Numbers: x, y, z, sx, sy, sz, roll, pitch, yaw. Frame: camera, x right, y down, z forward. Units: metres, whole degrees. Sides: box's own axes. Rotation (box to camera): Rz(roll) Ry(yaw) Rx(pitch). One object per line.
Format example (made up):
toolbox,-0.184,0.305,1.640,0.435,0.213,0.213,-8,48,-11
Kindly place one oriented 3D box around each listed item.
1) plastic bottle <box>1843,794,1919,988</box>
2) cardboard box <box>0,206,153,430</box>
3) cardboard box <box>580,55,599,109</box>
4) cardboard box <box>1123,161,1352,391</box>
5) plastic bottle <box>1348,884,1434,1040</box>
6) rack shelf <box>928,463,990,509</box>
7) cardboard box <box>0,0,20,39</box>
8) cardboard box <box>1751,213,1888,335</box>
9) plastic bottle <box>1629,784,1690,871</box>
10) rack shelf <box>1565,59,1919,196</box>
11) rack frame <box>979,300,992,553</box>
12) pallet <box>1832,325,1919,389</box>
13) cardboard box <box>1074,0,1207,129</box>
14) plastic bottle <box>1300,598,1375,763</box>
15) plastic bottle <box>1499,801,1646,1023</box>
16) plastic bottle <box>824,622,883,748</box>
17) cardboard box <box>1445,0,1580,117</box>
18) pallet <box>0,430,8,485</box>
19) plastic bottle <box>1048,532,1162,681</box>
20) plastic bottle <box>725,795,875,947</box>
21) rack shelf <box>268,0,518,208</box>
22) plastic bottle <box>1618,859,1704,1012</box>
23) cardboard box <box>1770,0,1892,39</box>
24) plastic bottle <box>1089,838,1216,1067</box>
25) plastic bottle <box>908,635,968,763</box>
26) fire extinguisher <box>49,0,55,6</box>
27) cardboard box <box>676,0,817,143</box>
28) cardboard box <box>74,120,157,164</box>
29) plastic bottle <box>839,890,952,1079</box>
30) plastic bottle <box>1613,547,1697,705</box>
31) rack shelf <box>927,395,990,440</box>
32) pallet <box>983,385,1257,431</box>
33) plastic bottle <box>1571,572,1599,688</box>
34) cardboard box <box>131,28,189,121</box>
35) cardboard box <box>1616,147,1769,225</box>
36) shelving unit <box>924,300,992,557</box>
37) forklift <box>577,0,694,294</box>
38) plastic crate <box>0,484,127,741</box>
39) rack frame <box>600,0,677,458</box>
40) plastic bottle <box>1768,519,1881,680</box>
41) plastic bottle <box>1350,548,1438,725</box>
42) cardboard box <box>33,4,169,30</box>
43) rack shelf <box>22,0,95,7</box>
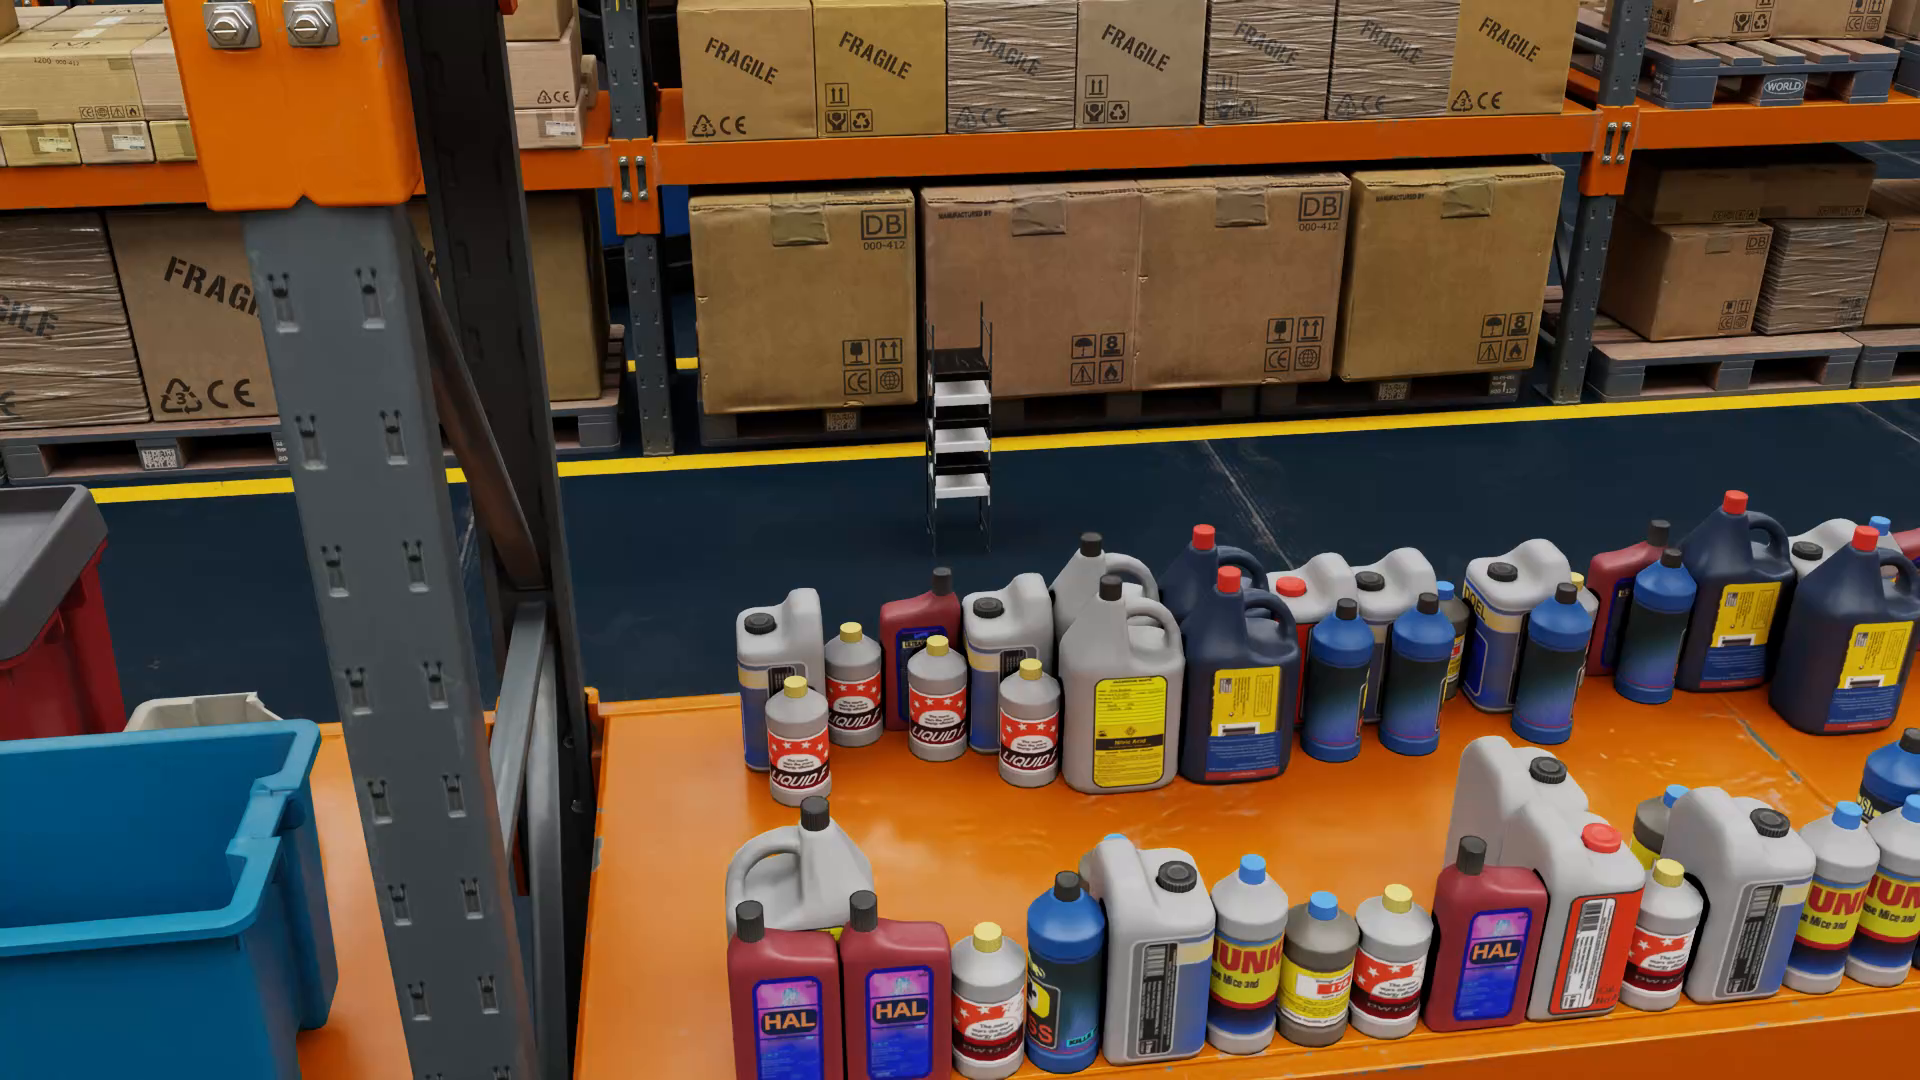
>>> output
plastic bottle,1.240,0.459,2.212,0.097,0.271,0.097,0,27,0
cardboard box,-3.760,-1.028,6.834,0.875,0.875,0.875,-4,27,-7
cardboard box,-1.662,-1.926,6.992,0.250,0.149,0.380,-4,27,-7
cardboard box,1.068,-1.314,7.392,0.875,0.875,1.225,-4,27,-7
plastic bottle,0.553,0.534,2.141,0.097,0.201,0.097,0,27,0
rack shelf,-0.008,-0.210,6.141,0.200,0.077,0.258,-4,27,-7
cardboard box,-3.763,-2.027,5.931,0.500,0.500,0.500,-4,27,-9
cardboard box,3.846,-1.336,7.825,0.500,0.500,0.700,-6,28,-11
plastic bottle,0.990,0.436,2.333,0.097,0.201,0.097,0,27,0
rack shelf,4.619,-1.967,7.586,4.000,0.370,1.077,-4,27,-7
rack frame,0.093,-0.406,6.056,0.006,0.900,0.240,-4,27,-7
pallet,4.618,-1.045,8.055,1.213,0.211,1.003,-4,27,-7
cardboard box,0.672,-1.966,6.686,0.500,0.500,0.500,-3,27,-6
plastic bottle,0.610,0.219,2.678,0.097,0.271,0.097,0,27,0
plastic bottle,0.796,0.472,2.179,0.135,0.276,0.152,-4,27,-7
plastic bottle,-0.176,0.231,2.732,0.097,0.201,0.097,0,27,0
cardboard box,2.184,-2.061,6.872,0.500,0.500,0.500,-3,27,-6
pallet,-4.503,-0.497,6.987,1.213,0.211,1.003,-4,27,-7
plastic bottle,0.232,0.149,2.728,0.185,0.351,0.144,-4,27,-7
plastic bottle,-0.199,0.477,2.089,0.185,0.351,0.144,-4,27,-7
rack shelf,1.348,-0.808,2.042,4.000,0.370,1.077,-4,27,-7
plastic bottle,0.914,0.511,2.187,0.097,0.201,0.097,0,27,0
cardboard box,3.706,-2.525,7.315,0.500,0.500,0.700,0,27,1
plastic bottle,0.241,0.508,2.110,0.135,0.276,0.152,-4,27,-7
plastic bottle,-0.036,0.250,2.695,0.097,0.201,0.097,0,27,0
fire extinguisher,-6.188,-3.892,11.043,0.183,0.674,0.296,-4,27,-7
cardboard box,-0.832,-1.866,6.492,0.500,0.500,0.500,-4,27,-7
cardboard box,-3.104,-1.529,6.219,0.250,0.149,0.380,-3,27,-6
plastic bottle,-0.078,0.546,2.027,0.133,0.283,0.061,-4,27,-7
plastic bottle,1.188,0.140,2.832,0.097,0.271,0.097,0,27,0
rack shelf,-0.008,-0.450,6.018,0.200,0.077,0.258,-4,27,-7
pallet,0.642,-0.827,7.631,1.213,0.211,1.003,-4,27,-7
plastic bottle,1.048,0.152,2.885,0.097,0.201,0.097,0,27,0
cardboard box,-2.741,-1.758,6.229,0.500,0.250,0.500,-3,27,-6
cardboard box,3.298,-1.634,7.583,0.500,0.250,0.500,-3,27,-5
shelving unit,-0.008,-0.400,6.044,0.210,0.900,0.258,-4,27,-7
forklift,-1.249,-2.942,8.773,3.031,2.935,1.130,-14,30,-26
plastic crate,-1.552,0.222,2.397,0.583,0.464,0.402,-4,27,-7
rack frame,-1.323,-1.906,6.678,0.127,3.000,1.000,-4,27,-7
plastic bottle,1.481,0.104,2.898,0.135,0.276,0.152,-4,27,-7
plastic bottle,0.707,0.153,2.801,0.135,0.276,0.152,-4,27,-7
cardboard box,-3.319,-1.967,6.637,0.500,0.250,0.500,-4,27,-7
rack shelf,-3.894,-3.707,10.977,4.000,0.370,1.077,-4,27,-7
